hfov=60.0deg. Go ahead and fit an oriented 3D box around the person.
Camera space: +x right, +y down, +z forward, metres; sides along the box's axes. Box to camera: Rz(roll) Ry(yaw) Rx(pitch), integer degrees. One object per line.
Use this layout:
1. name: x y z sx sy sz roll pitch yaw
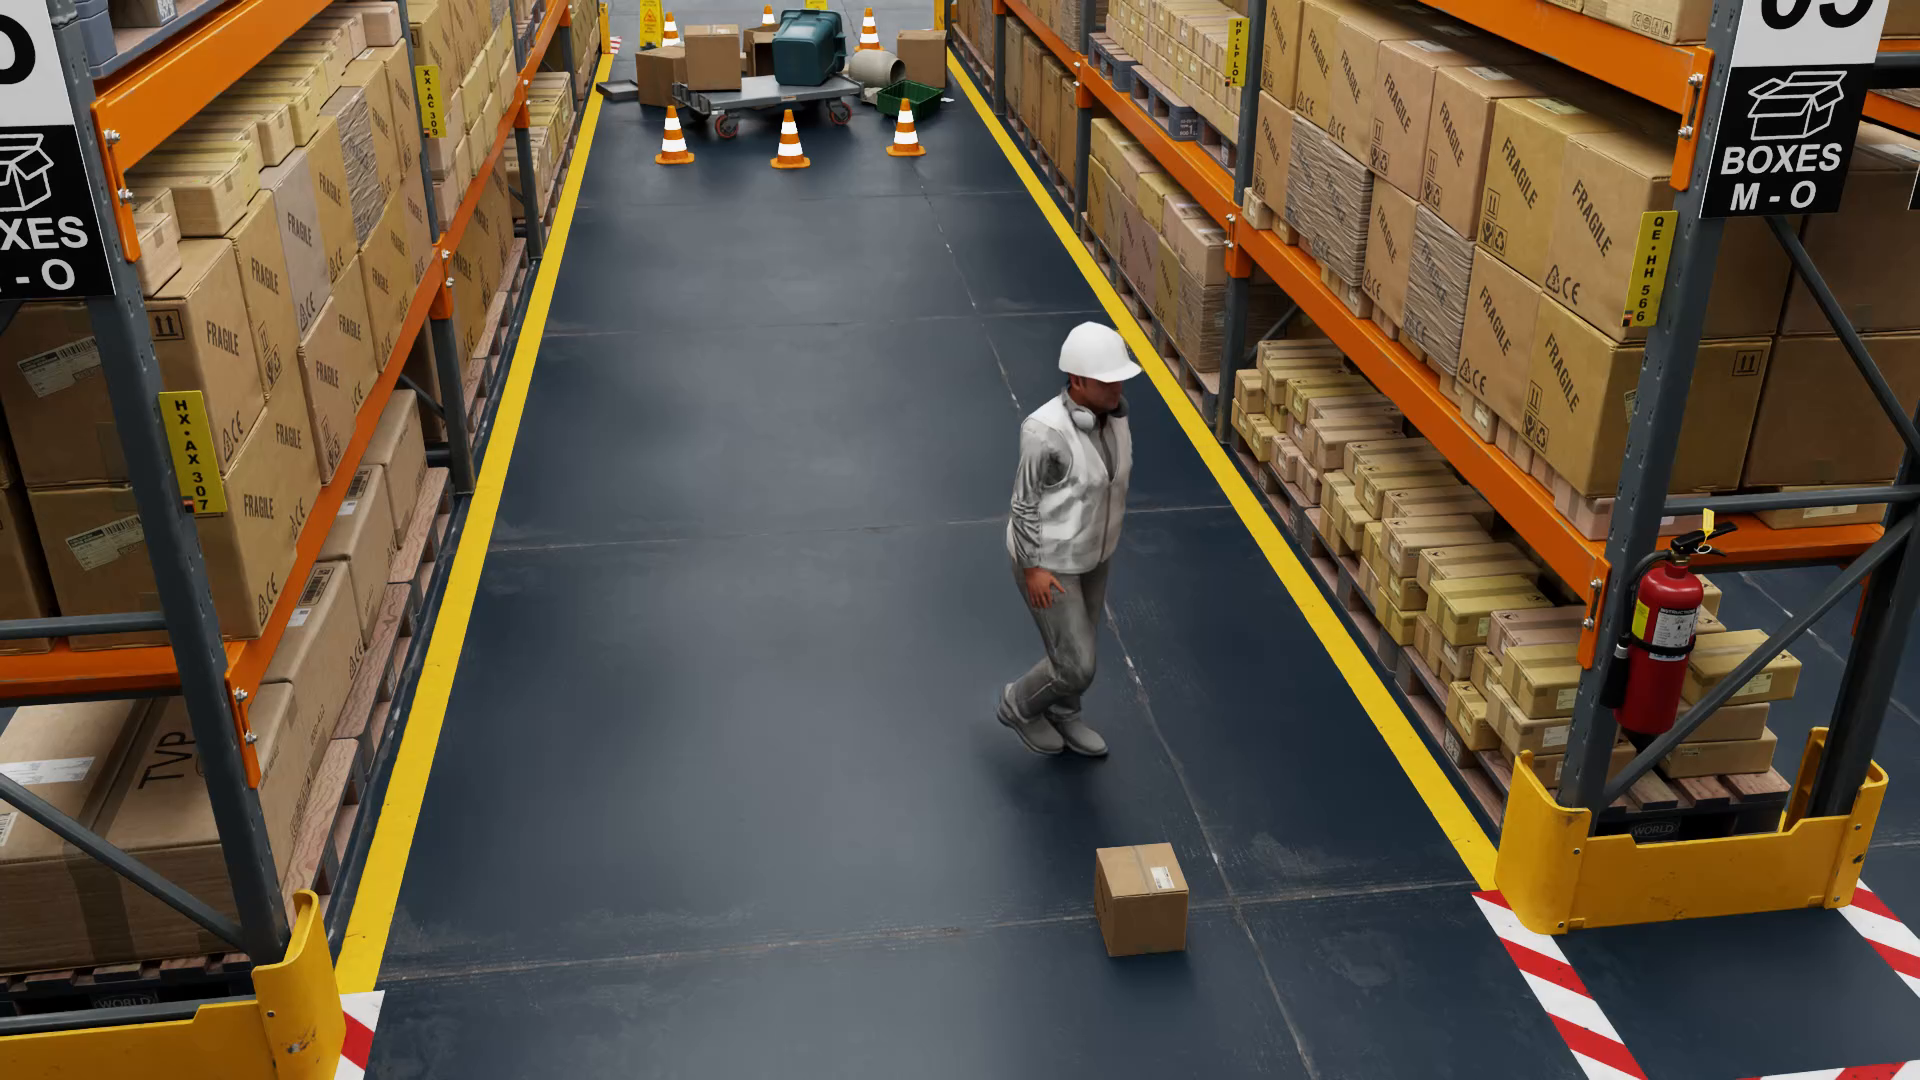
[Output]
1. person: 0.403 0.043 5.995 0.490 1.763 0.554 21 34 35
